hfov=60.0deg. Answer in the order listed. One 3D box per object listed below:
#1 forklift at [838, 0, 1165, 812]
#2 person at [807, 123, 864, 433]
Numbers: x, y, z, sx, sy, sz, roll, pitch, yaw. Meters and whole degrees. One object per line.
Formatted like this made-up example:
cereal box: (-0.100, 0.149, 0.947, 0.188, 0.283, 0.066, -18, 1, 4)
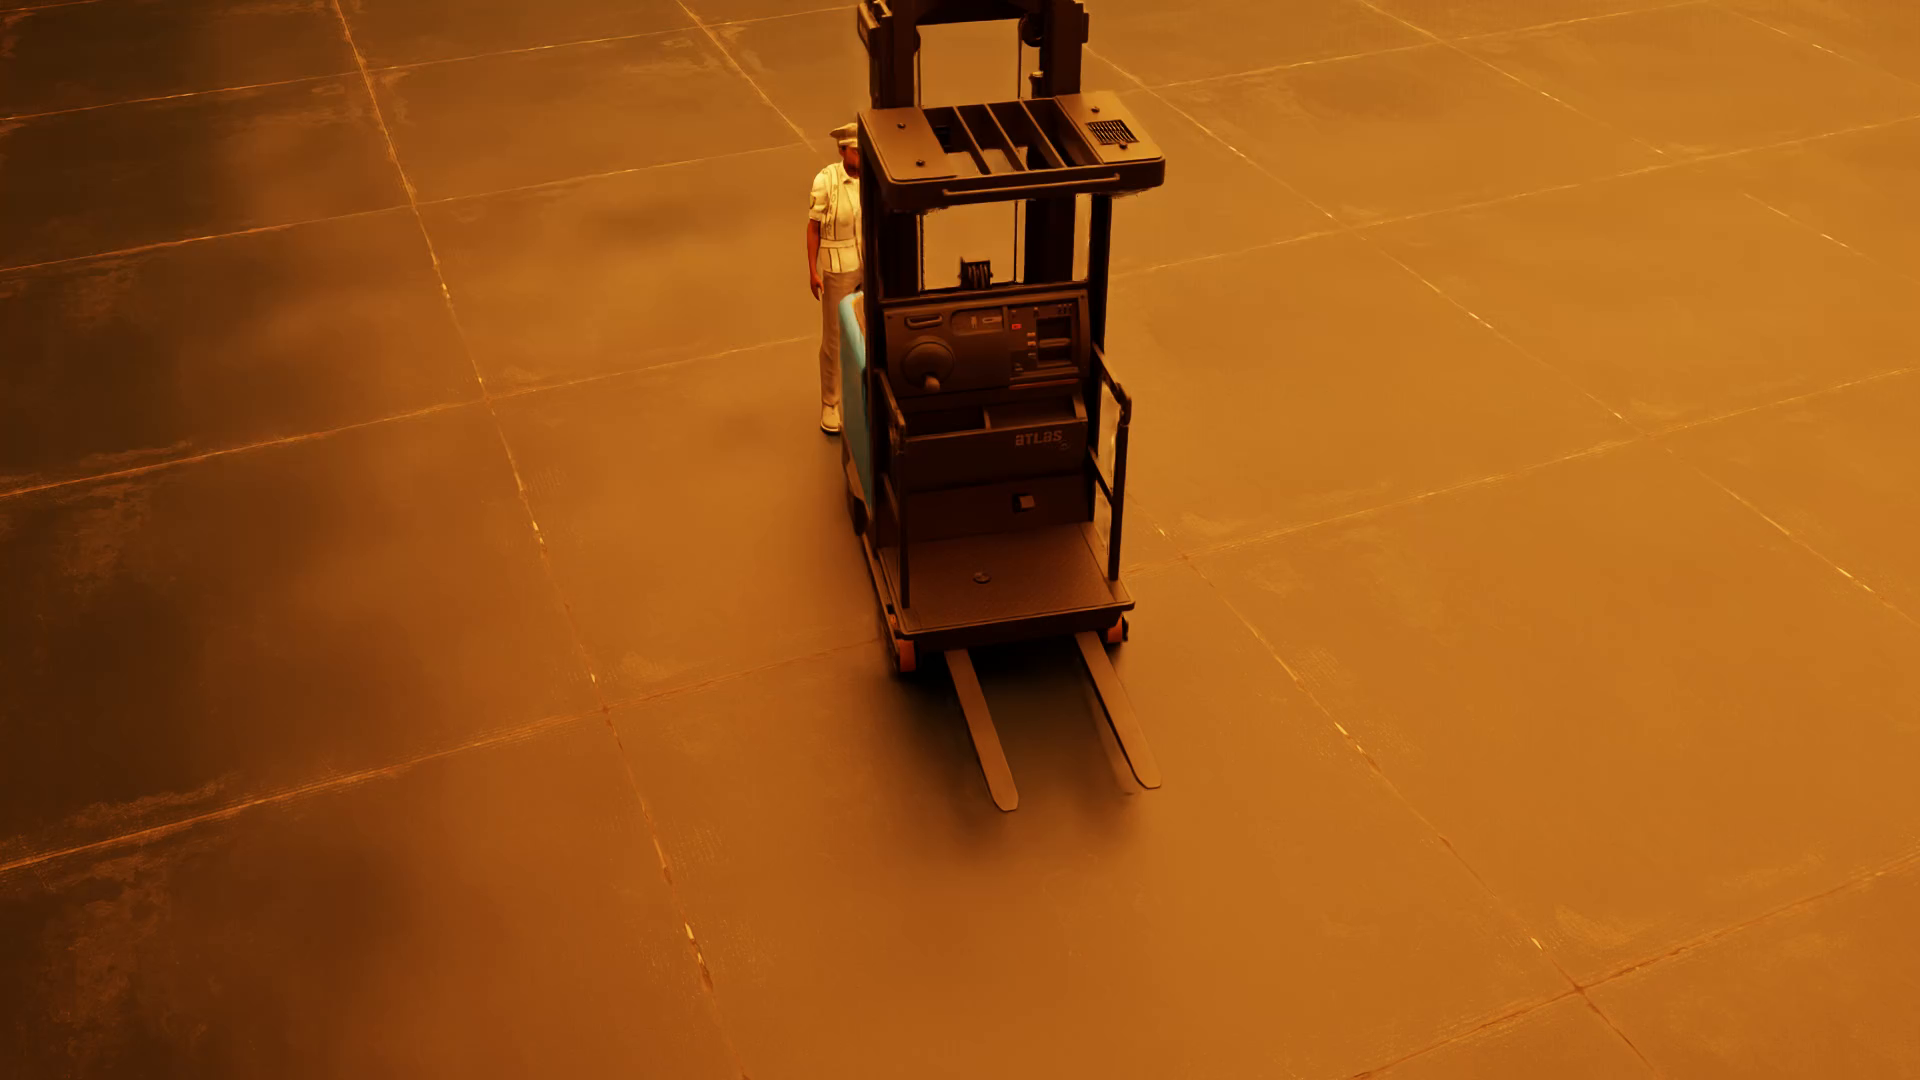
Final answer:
forklift: (0.173, -0.816, 7.246, 1.130, 2.935, 3.031, -7, 36, -10)
person: (-0.580, -1.478, 9.231, 0.568, 1.694, 0.530, -11, 37, -15)
